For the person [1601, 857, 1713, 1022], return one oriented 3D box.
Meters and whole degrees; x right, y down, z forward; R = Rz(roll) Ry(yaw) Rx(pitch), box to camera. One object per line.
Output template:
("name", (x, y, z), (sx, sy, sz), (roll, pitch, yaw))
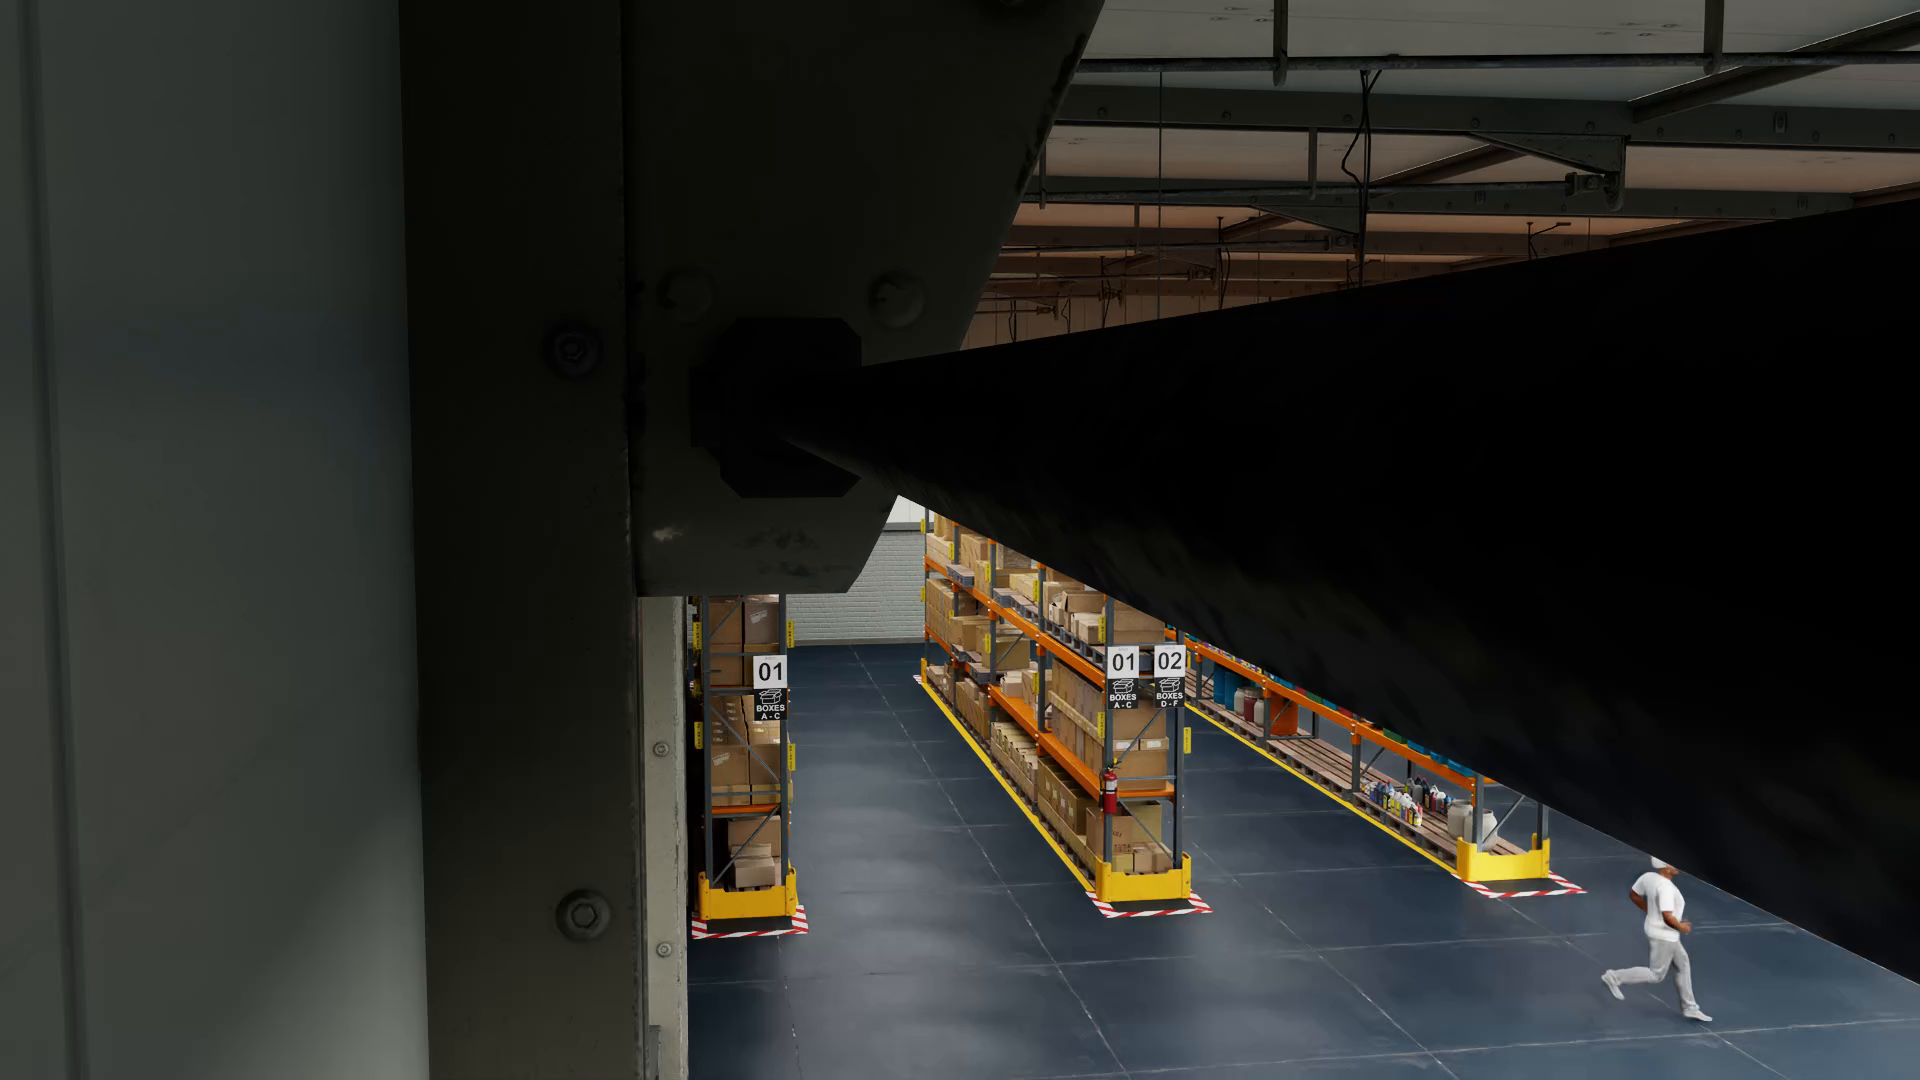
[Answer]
("person", (7.065, 4.000, 16.790), (1.104, 1.757, 0.670), (1, 5, 13))
